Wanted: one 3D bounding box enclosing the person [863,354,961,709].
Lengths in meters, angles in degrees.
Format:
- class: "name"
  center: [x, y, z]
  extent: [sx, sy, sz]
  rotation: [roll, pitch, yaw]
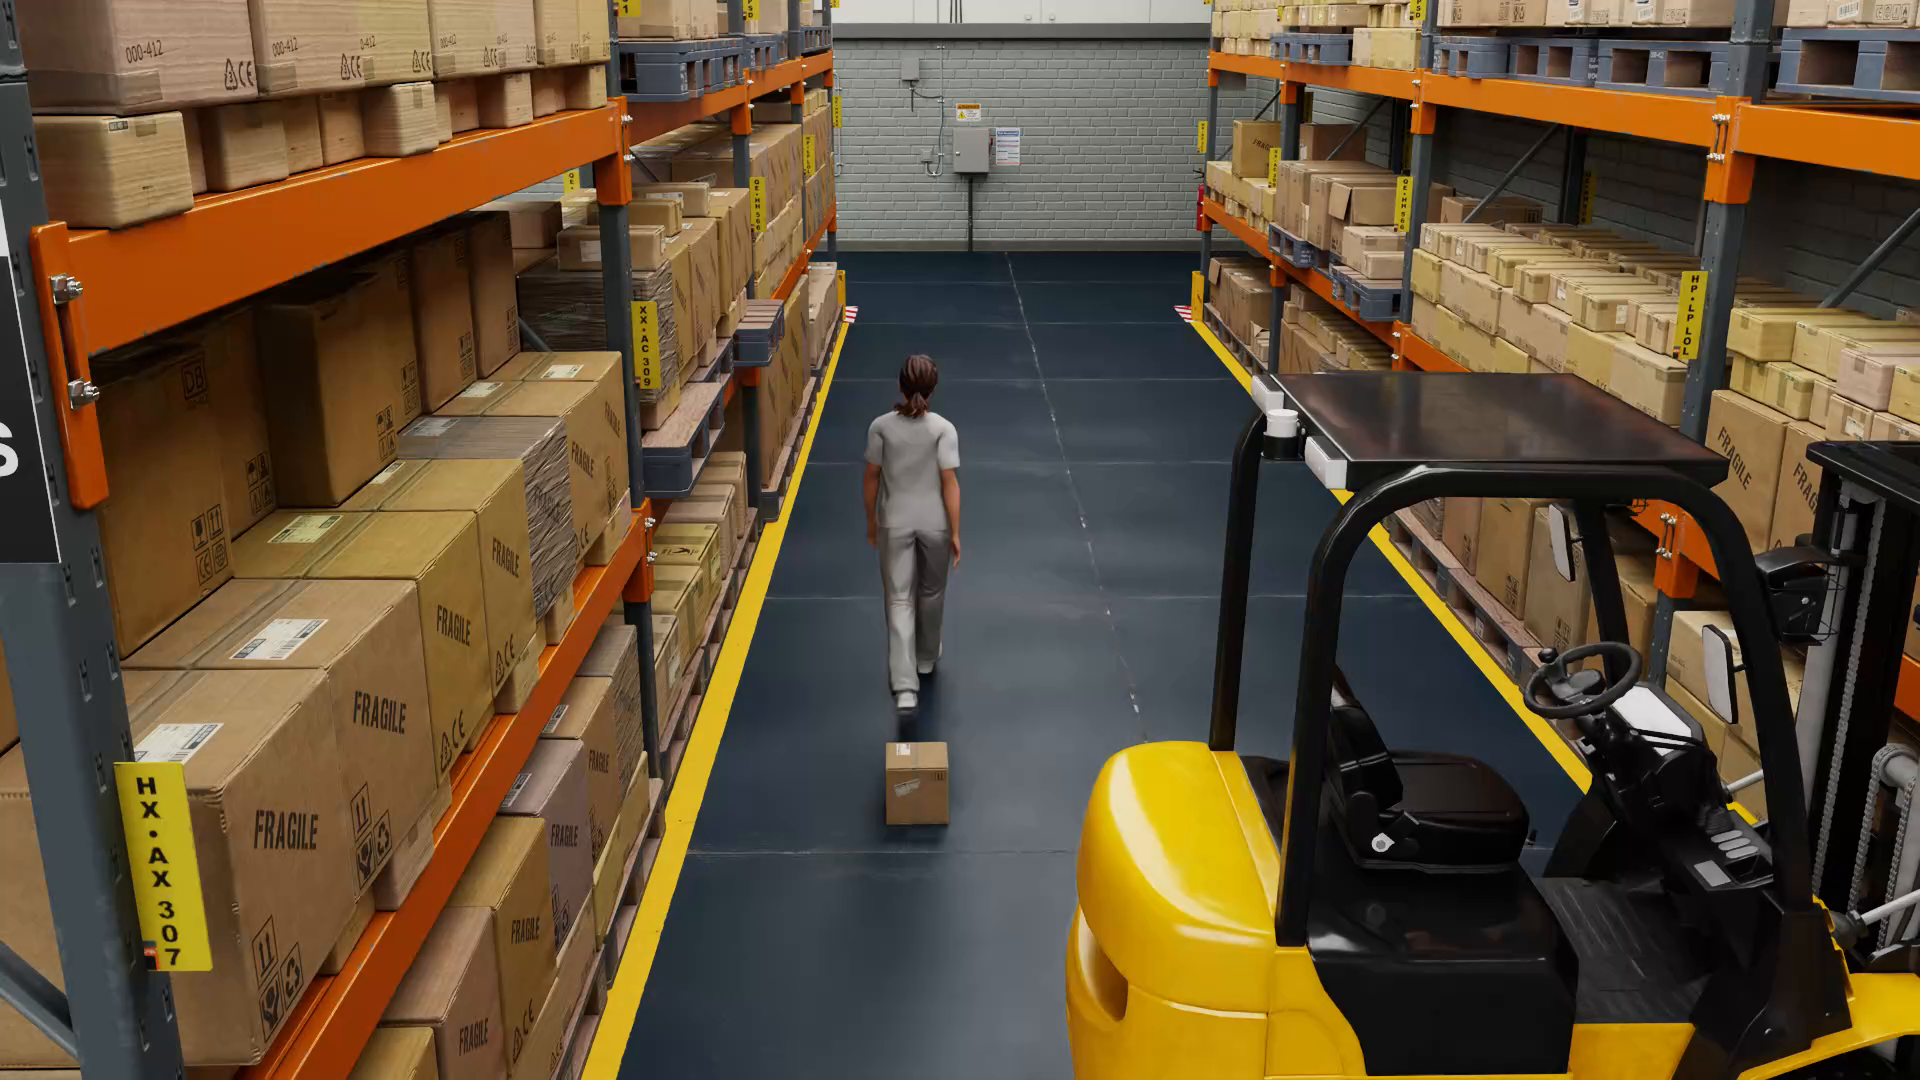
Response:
- class: "person"
  center: [-0.224, -0.046, 7.731]
  extent: [0.459, 1.620, 1.037]
  rotation: [0, 17, 0]
